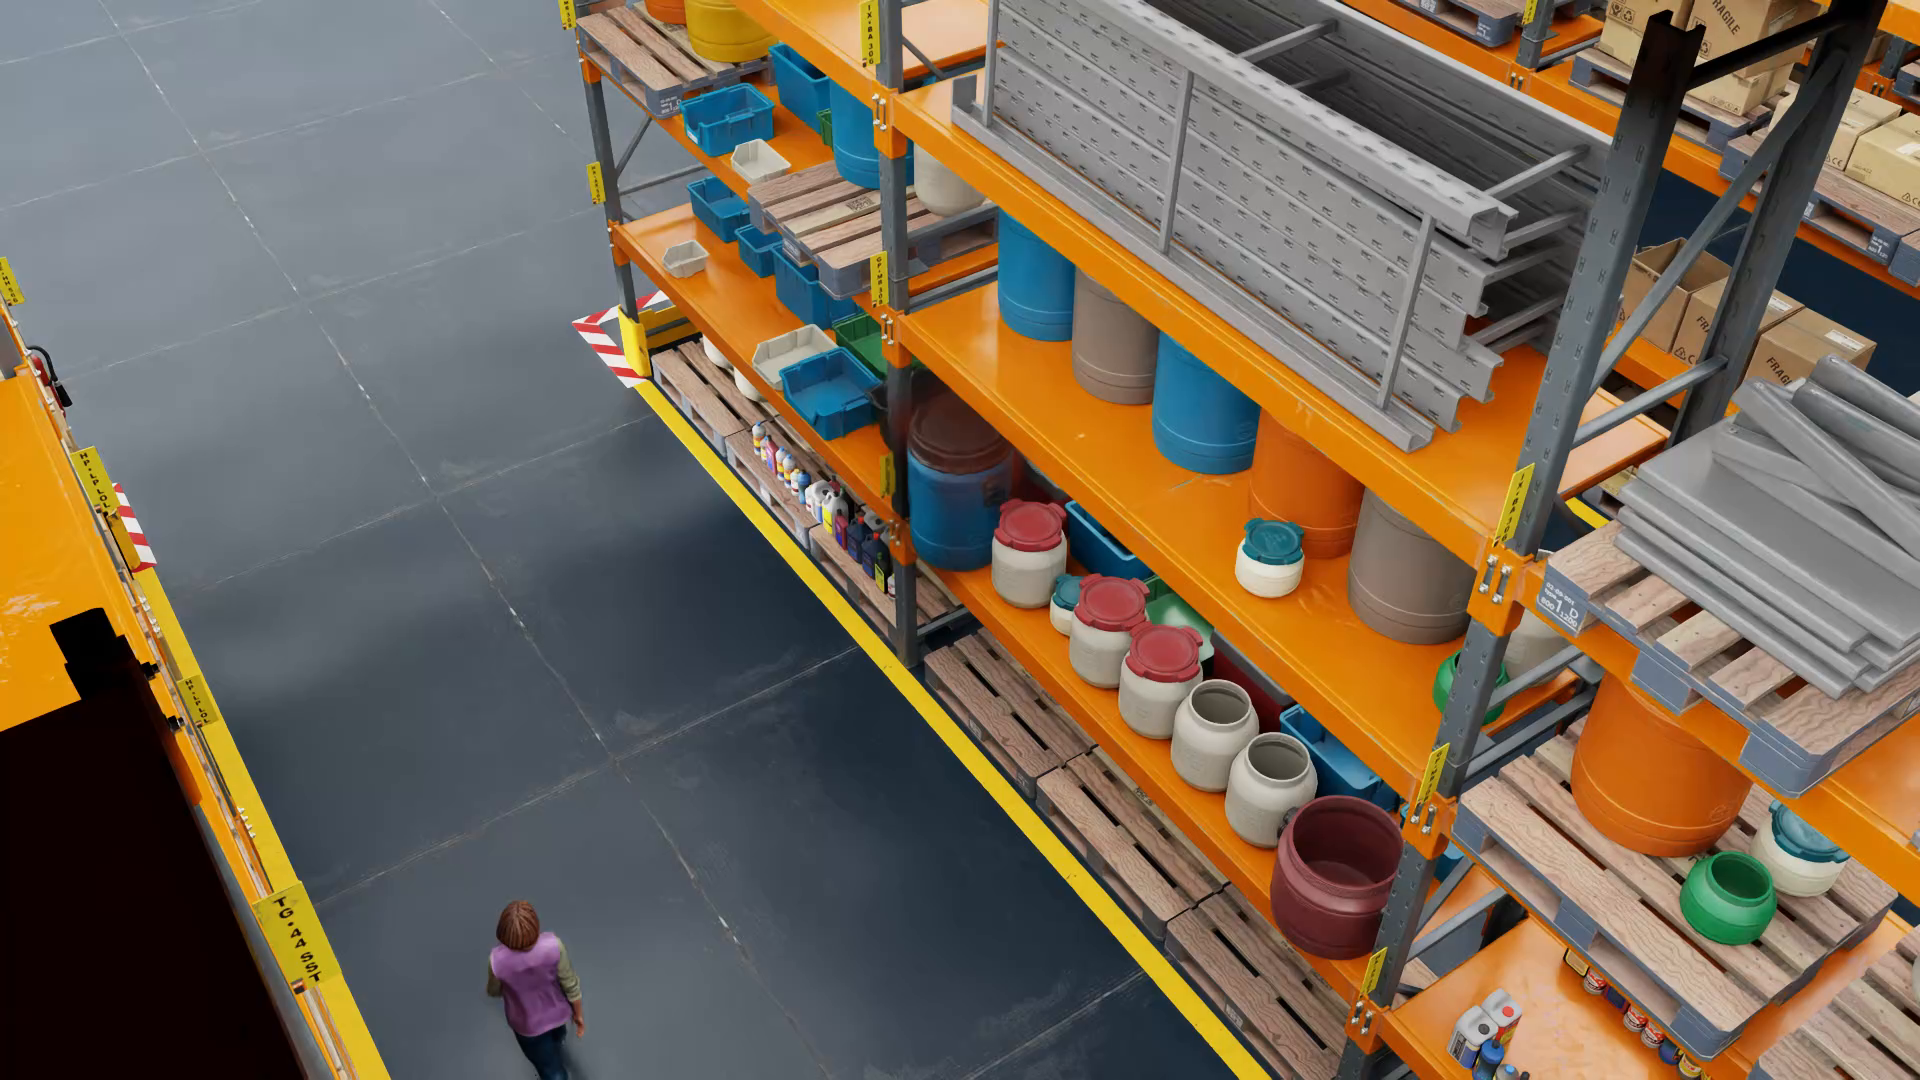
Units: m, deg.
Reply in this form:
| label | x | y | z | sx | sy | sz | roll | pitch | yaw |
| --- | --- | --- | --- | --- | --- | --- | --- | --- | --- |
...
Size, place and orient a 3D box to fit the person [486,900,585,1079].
| label | x | y | z | sx | sy | sz | roll | pitch | yaw |
| --- | --- | --- | --- | --- | --- | --- | --- | --- | --- |
| person | -2.059 | 2.272 | 8.119 | 0.395 | 1.540 | 0.972 | -25 | 48 | -24 |
